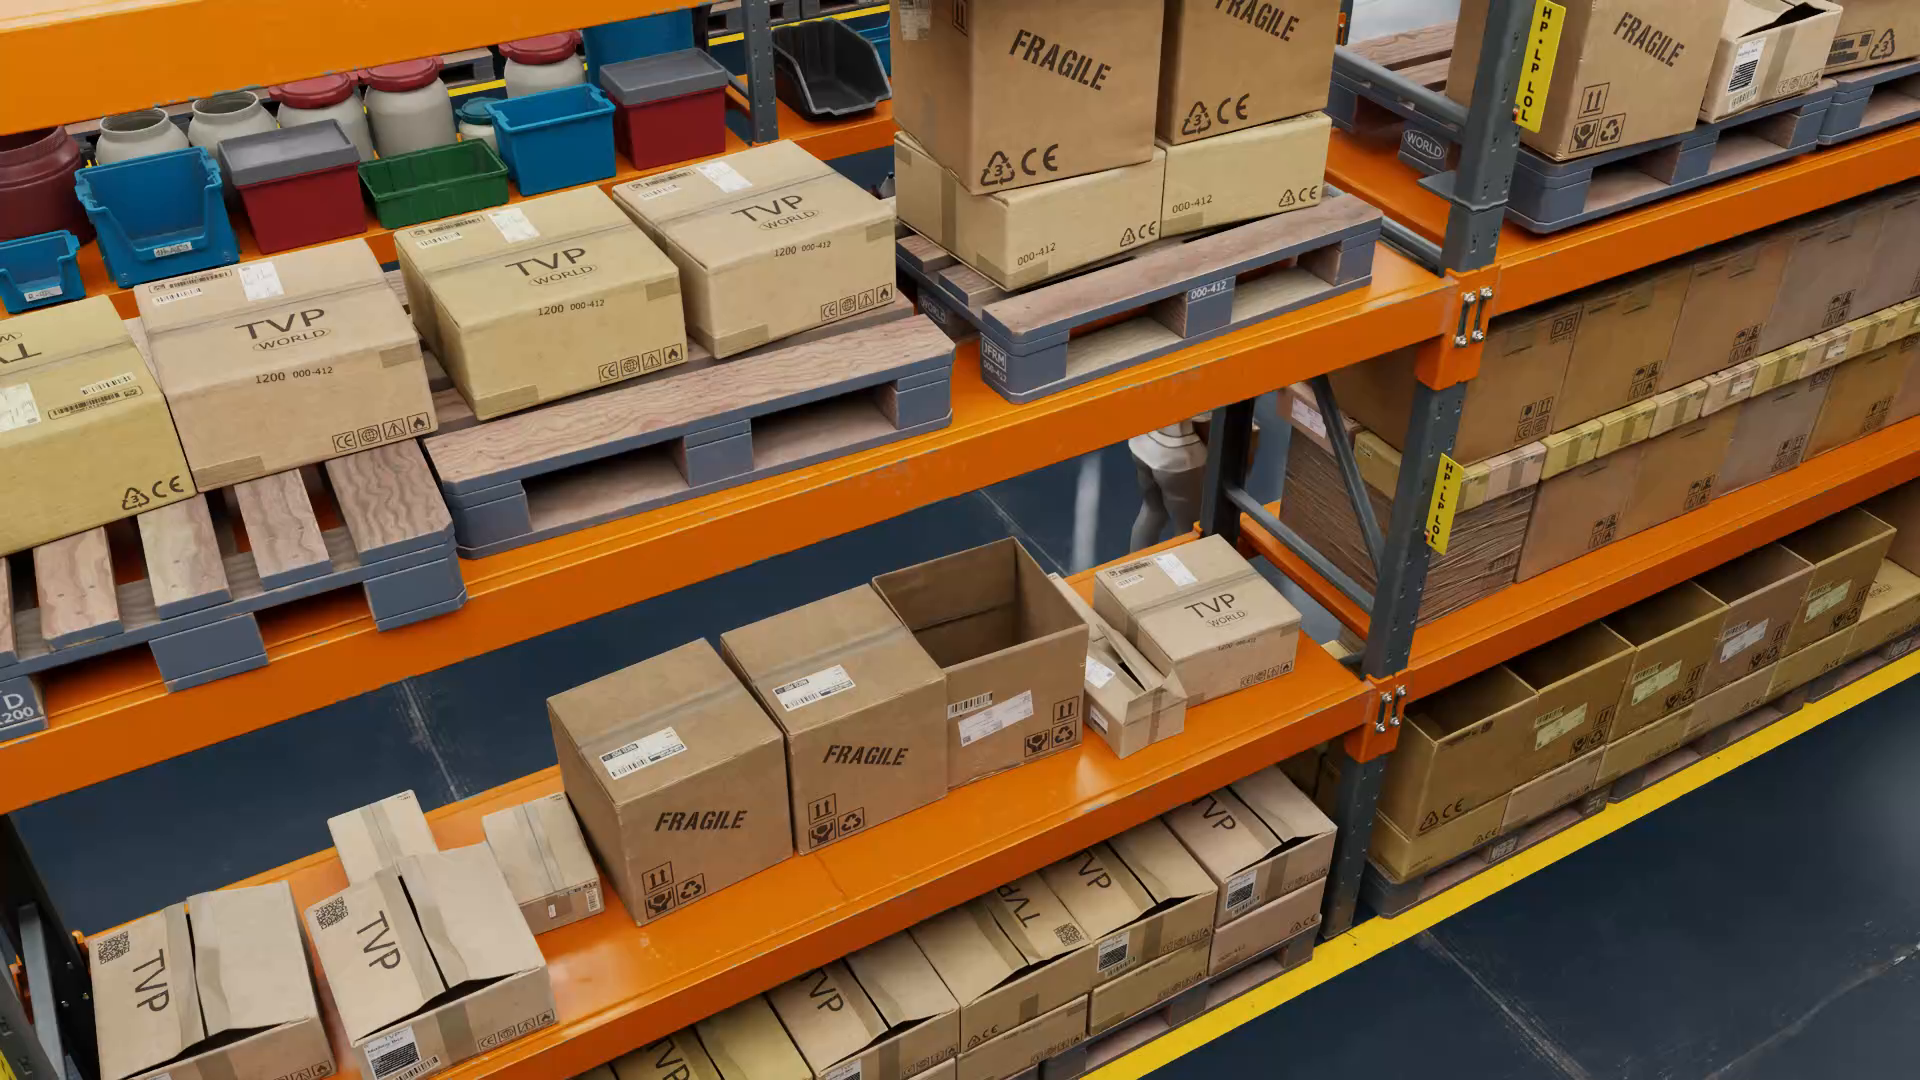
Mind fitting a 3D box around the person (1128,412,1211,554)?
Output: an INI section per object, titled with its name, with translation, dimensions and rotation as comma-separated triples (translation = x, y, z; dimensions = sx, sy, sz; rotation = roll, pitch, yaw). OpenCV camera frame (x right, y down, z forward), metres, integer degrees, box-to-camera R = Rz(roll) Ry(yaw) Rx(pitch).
[person]
translation = 0.982, -0.402, 7.440
dimensions = 0.429, 1.684, 0.479
rotation = -20, 41, -24
